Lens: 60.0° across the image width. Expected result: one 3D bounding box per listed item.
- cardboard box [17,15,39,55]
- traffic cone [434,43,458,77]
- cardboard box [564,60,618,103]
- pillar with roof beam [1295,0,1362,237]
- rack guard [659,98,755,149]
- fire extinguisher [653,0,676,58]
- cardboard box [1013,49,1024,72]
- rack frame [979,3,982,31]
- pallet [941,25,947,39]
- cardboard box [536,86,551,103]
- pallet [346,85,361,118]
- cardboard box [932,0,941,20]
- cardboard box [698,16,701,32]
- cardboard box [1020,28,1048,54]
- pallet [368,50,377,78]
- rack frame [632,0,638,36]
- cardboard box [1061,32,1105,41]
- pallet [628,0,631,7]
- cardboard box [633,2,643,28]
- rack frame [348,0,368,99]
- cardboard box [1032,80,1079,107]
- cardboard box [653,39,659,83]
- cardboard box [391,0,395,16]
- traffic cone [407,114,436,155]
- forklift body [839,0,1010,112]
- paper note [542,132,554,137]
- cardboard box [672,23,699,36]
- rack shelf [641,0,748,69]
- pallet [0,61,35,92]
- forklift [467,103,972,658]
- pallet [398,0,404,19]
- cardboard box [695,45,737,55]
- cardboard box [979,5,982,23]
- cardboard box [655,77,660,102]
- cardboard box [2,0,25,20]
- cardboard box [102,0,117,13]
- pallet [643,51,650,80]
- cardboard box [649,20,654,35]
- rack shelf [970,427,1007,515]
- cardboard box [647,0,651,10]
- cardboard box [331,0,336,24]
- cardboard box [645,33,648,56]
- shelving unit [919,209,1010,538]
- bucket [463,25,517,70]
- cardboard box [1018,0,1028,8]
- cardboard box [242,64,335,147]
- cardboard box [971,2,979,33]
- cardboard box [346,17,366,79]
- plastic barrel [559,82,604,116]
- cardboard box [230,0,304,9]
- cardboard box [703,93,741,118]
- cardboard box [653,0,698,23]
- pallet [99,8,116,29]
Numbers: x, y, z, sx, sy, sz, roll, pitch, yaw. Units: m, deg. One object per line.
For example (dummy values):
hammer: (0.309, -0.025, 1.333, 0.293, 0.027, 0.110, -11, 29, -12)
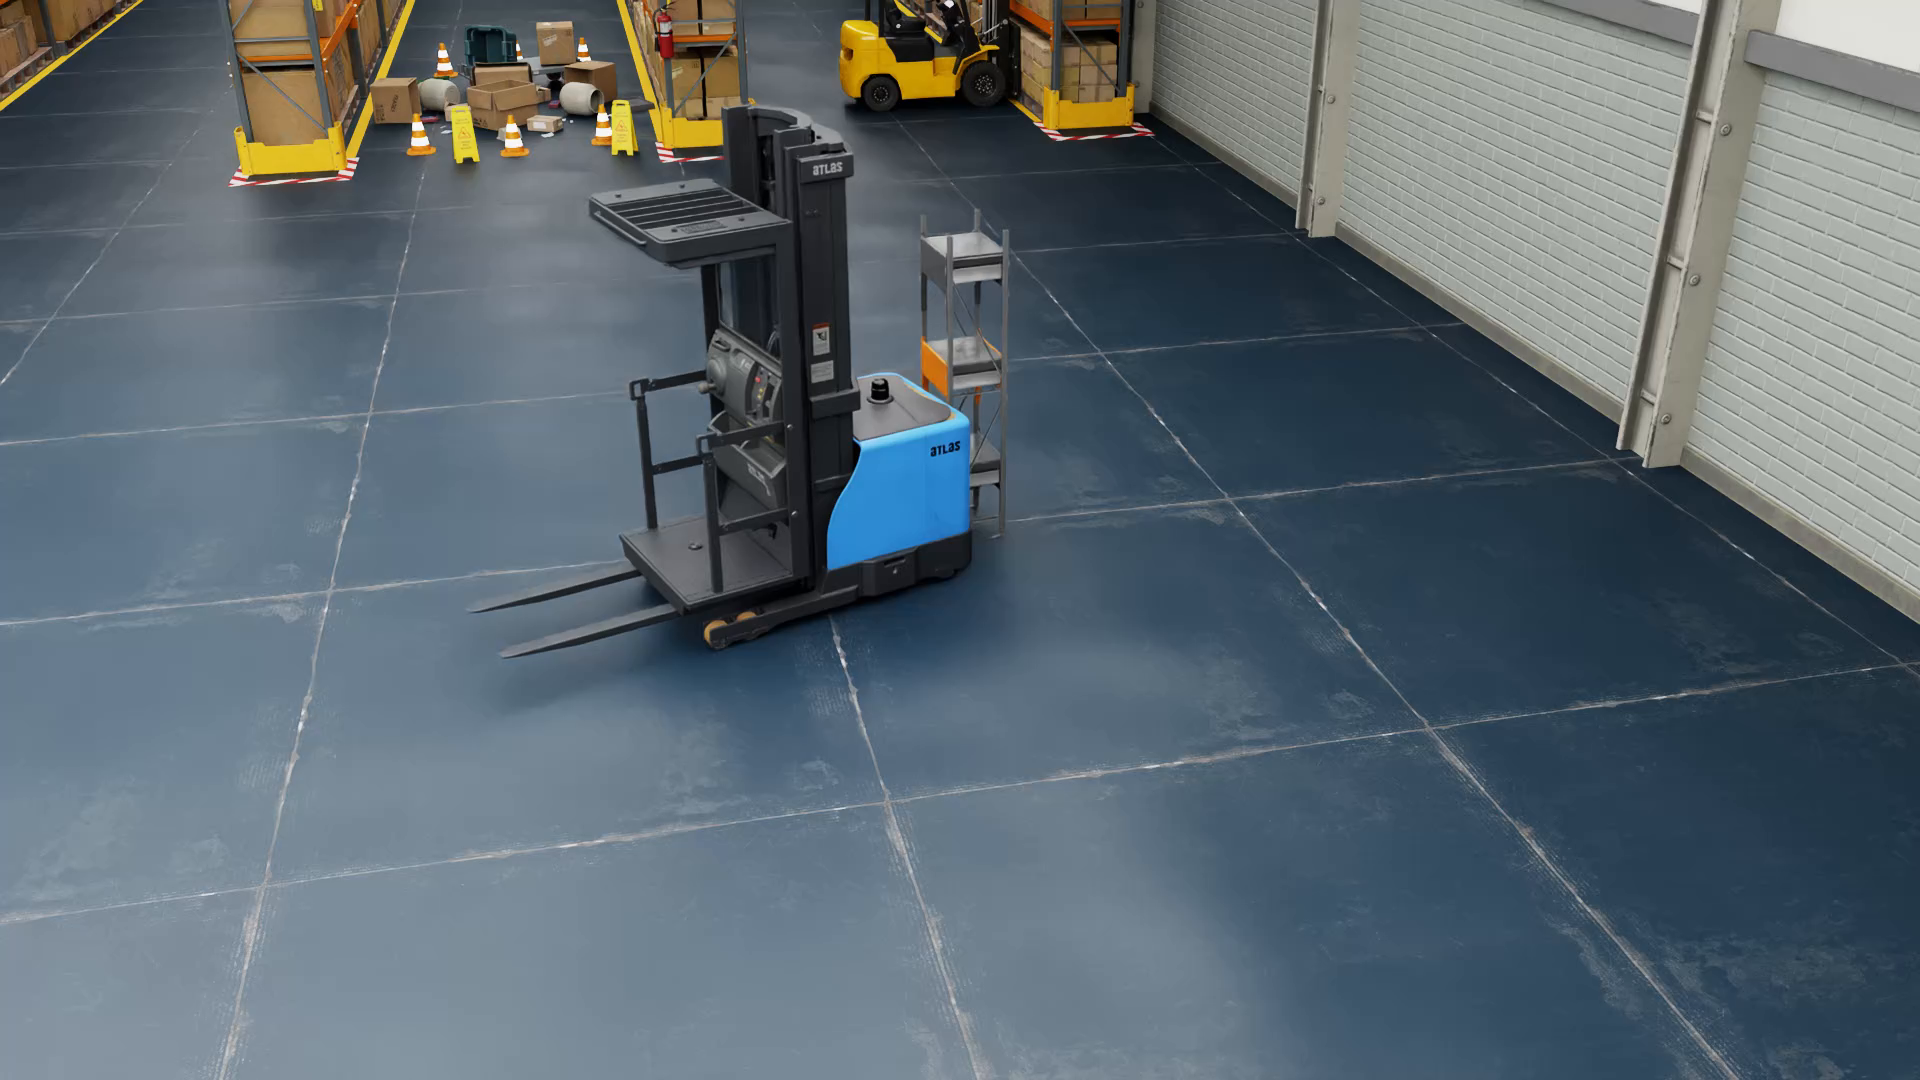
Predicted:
cardboard box: (-14.436, -7.625, 25.160, 0.700, 0.500, 0.500, -7, 28, -14)
traffic cone: (-7.681, -7.149, 24.747, 0.336, 0.463, 0.334, -6, 27, -12)
cardboard box: (-5.134, -6.363, 23.146, 0.500, 0.500, 0.500, 13, 30, 24)
pillar with roof beam: (-0.434, -6.841, 14.662, 9.100, 9.000, 0.400, -6, 27, -12)
rack guard: (-3.166, -5.248, 20.939, 1.175, 0.500, 0.348, -6, 27, -12)
fire extinguisher: (-3.572, -6.199, 20.135, 0.296, 0.674, 0.183, -6, 27, -12)
cardboard box: (1.033, -6.647, 22.968, 0.500, 0.250, 0.500, -7, 28, -13)
rack frame: (0.785, -8.592, 24.791, 1.000, 3.000, 0.127, -6, 27, -12)
pallet: (0.303, -8.204, 27.115, 1.003, 0.211, 1.213, -6, 27, -12)
cardboard box: (-5.957, -6.291, 23.265, 0.396, 0.266, 0.258, 19, 32, 32)
pallet: (-8.755, -5.953, 22.656, 1.003, 0.211, 1.213, -6, 27, -12)
cardboard box: (0.011, -9.200, 28.165, 0.875, 0.625, 0.625, -5, 27, -10)
cardboard box: (-3.094, -6.498, 20.920, 0.380, 0.149, 0.250, -6, 27, -11)
cardboard box: (1.035, -6.857, 22.829, 0.500, 0.250, 0.500, -6, 27, -11)
pallet: (-9.376, -7.162, 25.053, 1.003, 0.211, 1.213, -6, 27, -12)
rack frame: (-4.951, -9.843, 27.268, 1.000, 3.000, 0.127, -6, 27, -12)
cardboard box: (1.647, -6.692, 22.501, 0.500, 0.250, 0.500, -6, 27, -12)
pallet: (-5.605, -10.023, 30.719, 1.003, 0.211, 1.213, -6, 27, -12)
cardboard box: (-4.834, -8.608, 27.272, 0.950, 0.372, 0.625, -8, 28, -15)
rack frame: (-8.850, -7.540, 22.705, 1.000, 3.000, 0.127, -6, 27, -12)
cardboard box: (1.273, -5.970, 22.182, 0.500, 0.250, 0.500, -6, 27, -11)
cardboard box: (-3.811, -6.402, 22.204, 0.500, 0.500, 0.500, -7, 28, -13)
cardboard box: (-9.899, -9.149, 28.202, 0.500, 0.500, 0.500, -7, 28, -13)
traffic cone: (-6.685, -5.028, 20.545, 0.336, 0.463, 0.334, -6, 27, -12)
forklift body: (-0.518, -7.105, 22.785, 2.313, 2.155, 1.214, -6, 27, -12)
paper note: (-5.301, -5.218, 21.401, 0.148, 0.019, 0.142, -16, 31, -29)
cardboard box: (-3.441, -6.361, 20.649, 0.380, 0.149, 0.250, -5, 27, -10)
rack shelf: (-3.599, -6.887, 22.212, 1.077, 0.370, 4.000, -6, 27, -12)
pallet: (-14.160, -6.714, 24.164, 1.003, 0.211, 1.213, -6, 27, -12)
forklift: (-1.447, -0.938, 9.702, 3.031, 2.935, 1.130, -16, 31, -28)
pallet: (-10.476, -9.465, 29.615, 1.003, 0.211, 1.213, -6, 27, -12)
cardboard box: (-3.189, -6.247, 21.898, 0.500, 0.500, 0.500, -7, 28, -14)
cardboard box: (0.589, -7.754, 24.607, 0.500, 0.250, 0.500, -6, 27, -12)
cardboard box: (-3.825, -6.076, 22.390, 0.500, 0.250, 0.500, -7, 28, -13)
cardboard box: (-14.426, -7.960, 24.993, 0.500, 0.250, 0.500, -5, 27, -9)
cardboard box: (-15.344, -9.552, 28.585, 1.225, 0.875, 0.875, -6, 27, -11)
pallet: (-4.227, -7.183, 25.094, 1.003, 0.211, 1.213, -6, 27, -12)
cardboard box: (-4.029, -6.980, 22.630, 0.380, 0.149, 0.250, -4, 27, -9)
rack shelf: (0.024, -0.401, 11.144, 0.431, 0.518, 0.480, -10, 28, -18)
cardboard box: (-4.012, -7.241, 22.393, 0.380, 0.149, 0.250, -6, 27, -11)
cardboard box: (-8.385, -6.735, 20.945, 0.875, 0.550, 0.500, -6, 27, -12)
cardboard box: (-4.171, -7.331, 24.742, 0.950, 0.372, 0.625, -6, 27, -11)
shelving unit: (0.024, -1.038, 10.823, 0.431, 2.100, 0.503, -10, 28, -18)
bucket: (-6.573, -6.931, 23.446, 0.726, 0.611, 0.620, 3, 17, 6)
cardboard box: (1.096, -7.524, 22.563, 0.500, 0.500, 0.500, -6, 27, -13)
cardboard box: (-8.166, -5.314, 20.187, 0.875, 0.875, 0.875, -6, 27, -11)
cardboard box: (0.657, -7.948, 25.683, 0.875, 0.625, 0.625, -5, 27, -9)
cardboard box: (-9.077, -6.986, 23.639, 1.050, 0.750, 0.750, -6, 27, -12)
plastic barrel: (-5.089, -5.934, 22.382, 0.512, 0.421, 0.421, 13, 30, 24)
cardboard box: (-7.994, -6.499, 19.280, 0.875, 0.550, 0.550, -6, 27, -12)
cardboard box: (-3.061, -5.673, 21.592, 0.500, 0.250, 0.500, -6, 27, -12)
cardboard box: (-3.539, -6.718, 20.637, 0.500, 0.500, 0.500, -6, 27, -13)
pallet: (-15.261, -9.016, 28.726, 1.003, 0.211, 1.213, -6, 27, -12)
